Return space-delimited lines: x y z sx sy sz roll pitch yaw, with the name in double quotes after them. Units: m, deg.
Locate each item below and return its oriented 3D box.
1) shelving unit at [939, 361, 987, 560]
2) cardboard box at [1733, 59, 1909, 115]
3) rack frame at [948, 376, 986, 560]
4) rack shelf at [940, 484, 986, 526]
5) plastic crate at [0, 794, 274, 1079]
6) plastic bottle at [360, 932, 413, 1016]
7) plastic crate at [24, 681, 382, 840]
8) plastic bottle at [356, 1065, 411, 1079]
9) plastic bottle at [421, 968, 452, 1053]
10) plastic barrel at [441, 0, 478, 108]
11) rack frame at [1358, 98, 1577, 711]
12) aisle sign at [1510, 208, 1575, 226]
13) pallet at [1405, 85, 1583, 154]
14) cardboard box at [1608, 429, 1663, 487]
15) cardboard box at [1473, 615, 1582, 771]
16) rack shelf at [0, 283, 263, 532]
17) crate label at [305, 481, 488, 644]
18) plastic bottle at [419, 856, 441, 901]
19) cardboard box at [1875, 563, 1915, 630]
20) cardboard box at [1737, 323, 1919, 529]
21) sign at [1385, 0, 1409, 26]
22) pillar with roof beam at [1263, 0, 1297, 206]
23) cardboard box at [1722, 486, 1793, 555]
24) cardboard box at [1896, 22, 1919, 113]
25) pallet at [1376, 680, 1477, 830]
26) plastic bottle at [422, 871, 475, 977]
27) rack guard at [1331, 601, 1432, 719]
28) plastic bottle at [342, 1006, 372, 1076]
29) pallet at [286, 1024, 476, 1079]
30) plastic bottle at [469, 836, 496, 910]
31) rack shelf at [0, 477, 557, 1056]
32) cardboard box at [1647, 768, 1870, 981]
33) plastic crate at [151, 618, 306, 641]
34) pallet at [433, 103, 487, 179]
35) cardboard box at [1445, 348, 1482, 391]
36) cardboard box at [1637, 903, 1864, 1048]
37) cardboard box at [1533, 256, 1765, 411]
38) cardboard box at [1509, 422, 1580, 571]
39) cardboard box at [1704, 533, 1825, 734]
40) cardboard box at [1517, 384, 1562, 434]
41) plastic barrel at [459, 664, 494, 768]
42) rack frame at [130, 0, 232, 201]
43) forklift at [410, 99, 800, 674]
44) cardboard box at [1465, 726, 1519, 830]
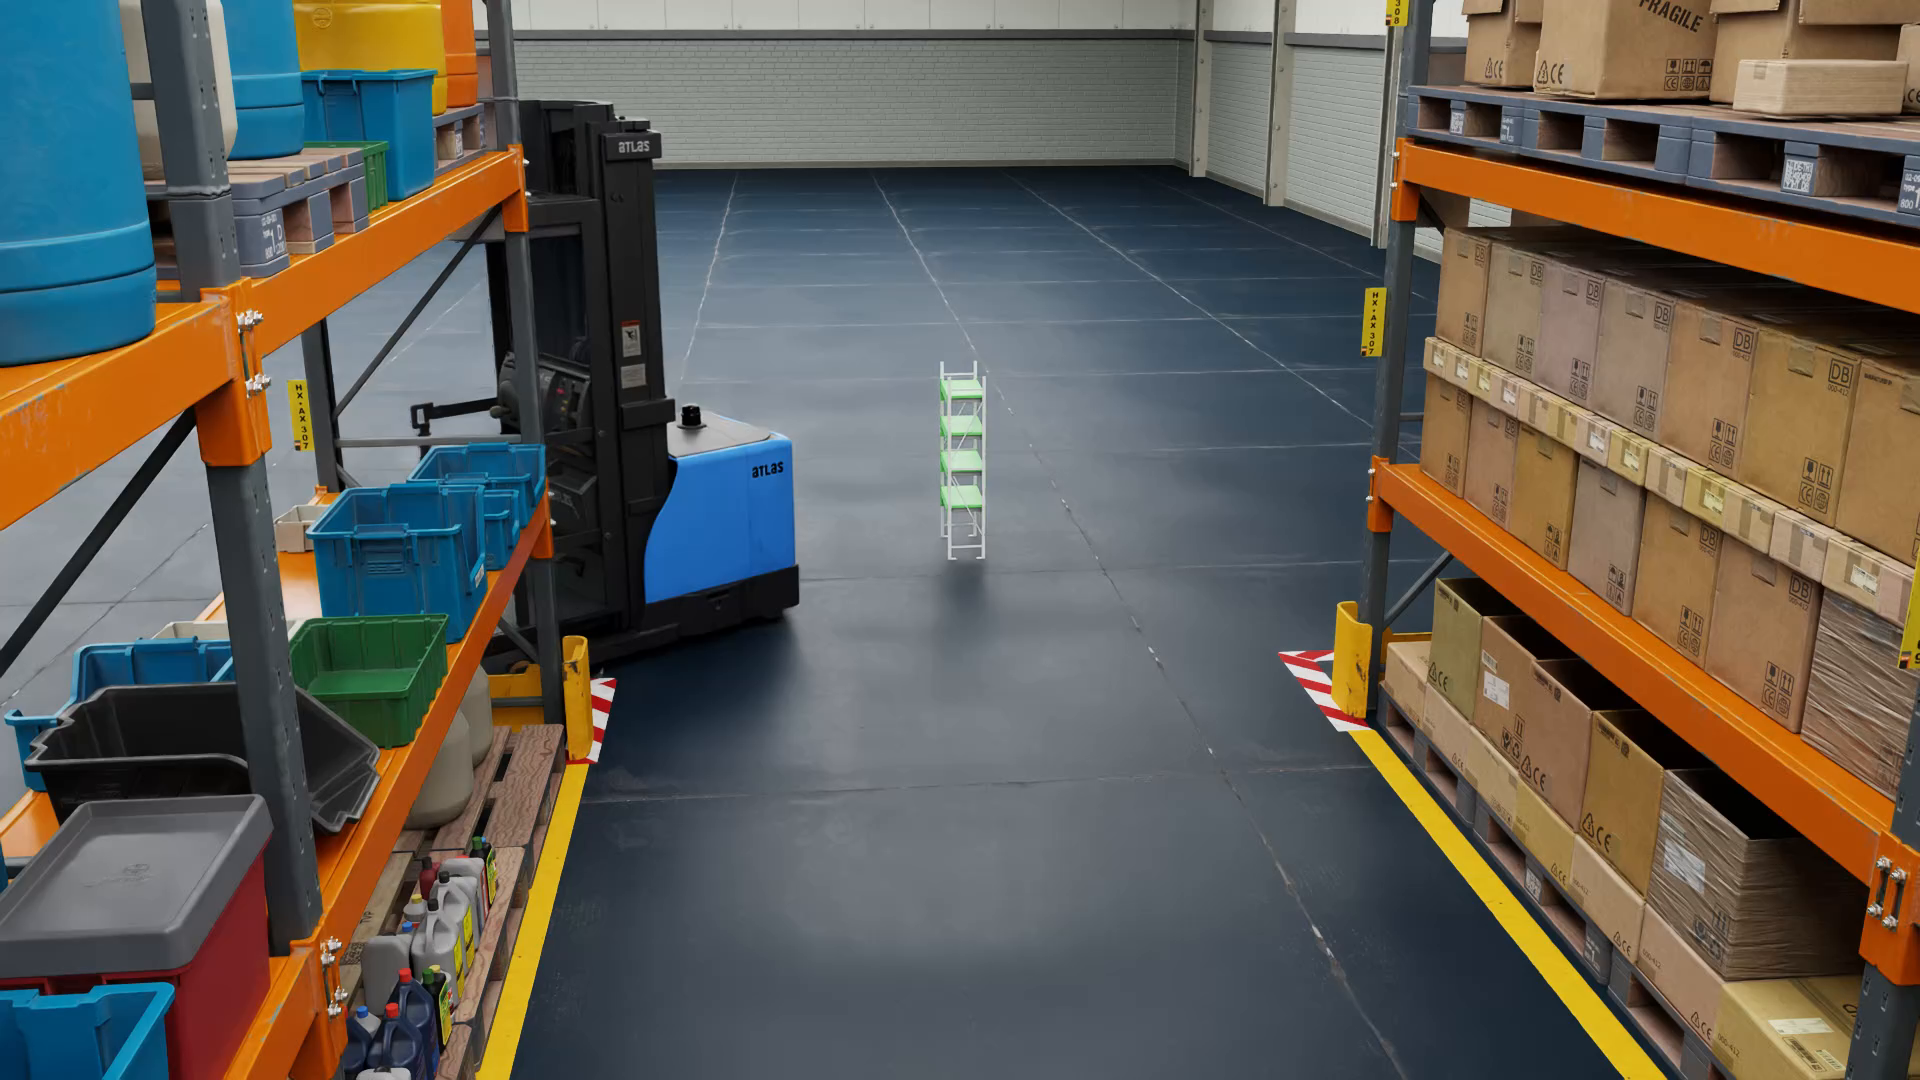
0.017 -0.523 10.840 0.258 1.200 0.503 -2 18 -6 "shelving unit"
2.529 -1.334 4.897 0.380 0.149 0.250 -2 18 -6 "cardboard box"
0.042 -0.450 10.609 0.240 1.200 0.015 -2 18 -6 "rack frame"
0.017 -0.233 10.931 0.258 0.148 0.480 -2 18 -6 "rack shelf"
-1.647 0.851 3.351 0.402 0.464 0.583 -2 18 -6 "plastic crate"
-1.880 1.412 5.483 0.152 0.276 0.135 -2 18 -6 "plastic bottle"
-1.929 0.617 4.309 0.767 0.338 0.504 -2 18 -6 "plastic crate"
-1.659 1.632 4.782 0.152 0.276 0.135 -1 17 -4 "plastic bottle"
-1.667 1.473 5.278 0.061 0.283 0.133 -1 17 -3 "plastic bottle"
-2.238 -2.140 6.561 0.600 0.830 0.708 -2 18 -6 "plastic barrel"
2.513 -0.597 8.070 1.000 3.000 0.127 -2 18 -6 "rack frame"
2.798 -1.866 7.772 0.394 0.787 0.004 -2 18 -6 "aisle sign"
2.560 -1.774 6.961 1.003 0.211 1.213 -2 18 -6 "pallet"
2.525 -0.294 5.856 0.380 0.149 0.250 -1 17 -4 "cardboard box"
2.465 0.621 6.829 0.500 0.500 0.500 -2 18 -6 "cardboard box"
-1.795 0.255 1.551 1.077 0.370 4.000 -2 18 -6 "rack shelf"
-1.955 0.078 5.861 0.502 0.435 0.616 -2 18 -6 "crate label"
-1.896 1.254 5.975 0.061 0.283 0.133 -2 18 -6 "plastic bottle"
2.685 0.163 4.399 0.380 0.149 0.250 -2 18 -6 "cardboard box"
2.820 -0.354 4.965 0.700 0.500 0.500 -2 18 -6 "cardboard box"
1.960 -2.467 7.429 0.100 0.325 0.005 -2 18 -6 "sign"
1.615 -10.449 29.436 9.100 9.000 0.400 -2 18 -6 "pillar with roof beam"
2.603 -0.067 5.131 0.380 0.149 0.250 -2 18 -6 "cardboard box"
3.080 -1.380 4.771 0.500 0.311 0.500 -3 18 -9 "cardboard box"
2.634 0.960 7.766 1.003 0.211 1.213 -2 18 -6 "pallet"
-1.755 1.309 5.687 0.144 0.351 0.185 -1 17 -3 "plastic bottle"
2.511 0.589 8.467 1.175 0.500 0.348 -2 18 -6 "rack guard"
-1.816 1.552 4.914 0.144 0.351 0.185 -2 18 -6 "plastic bottle"
-2.029 1.876 4.849 1.003 0.211 1.213 -2 18 -6 "pallet"
-1.759 1.209 6.118 0.061 0.283 0.133 -1 17 -4 "plastic bottle"
-2.208 0.494 5.796 1.077 0.370 4.000 -2 18 -6 "rack shelf"
2.620 1.068 5.405 0.500 0.500 0.500 -2 18 -6 "cardboard box"
-2.421 0.397 5.346 0.530 0.136 0.437 -2 18 -6 "plastic crate"
-2.426 -1.536 6.371 1.003 0.211 1.213 -2 18 -6 "pallet"
2.369 -0.752 7.314 0.380 0.149 0.250 -2 18 -7 "cardboard box"
2.619 1.426 5.517 0.500 0.250 0.500 -2 18 -6 "cardboard box"
2.666 -0.802 6.390 0.700 0.500 0.500 -2 18 -5 "cardboard box"
2.653 -0.201 6.641 0.700 0.500 0.500 -2 18 -5 "cardboard box"
2.813 0.258 5.180 0.700 0.500 0.500 -2 18 -6 "cardboard box"
2.447 -0.523 6.585 0.380 0.149 0.250 -2 18 -7 "cardboard box"
-2.270 0.735 7.279 0.421 0.512 0.421 0 17 0 "plastic barrel"
-2.002 -2.115 2.892 1.000 3.000 0.127 -2 18 -6 "rack frame"
-2.381 -0.778 8.763 3.031 2.935 1.130 -15 23 -39 "forklift"
2.454 0.979 6.940 0.500 0.250 0.500 -2 18 -6 "cardboard box"
